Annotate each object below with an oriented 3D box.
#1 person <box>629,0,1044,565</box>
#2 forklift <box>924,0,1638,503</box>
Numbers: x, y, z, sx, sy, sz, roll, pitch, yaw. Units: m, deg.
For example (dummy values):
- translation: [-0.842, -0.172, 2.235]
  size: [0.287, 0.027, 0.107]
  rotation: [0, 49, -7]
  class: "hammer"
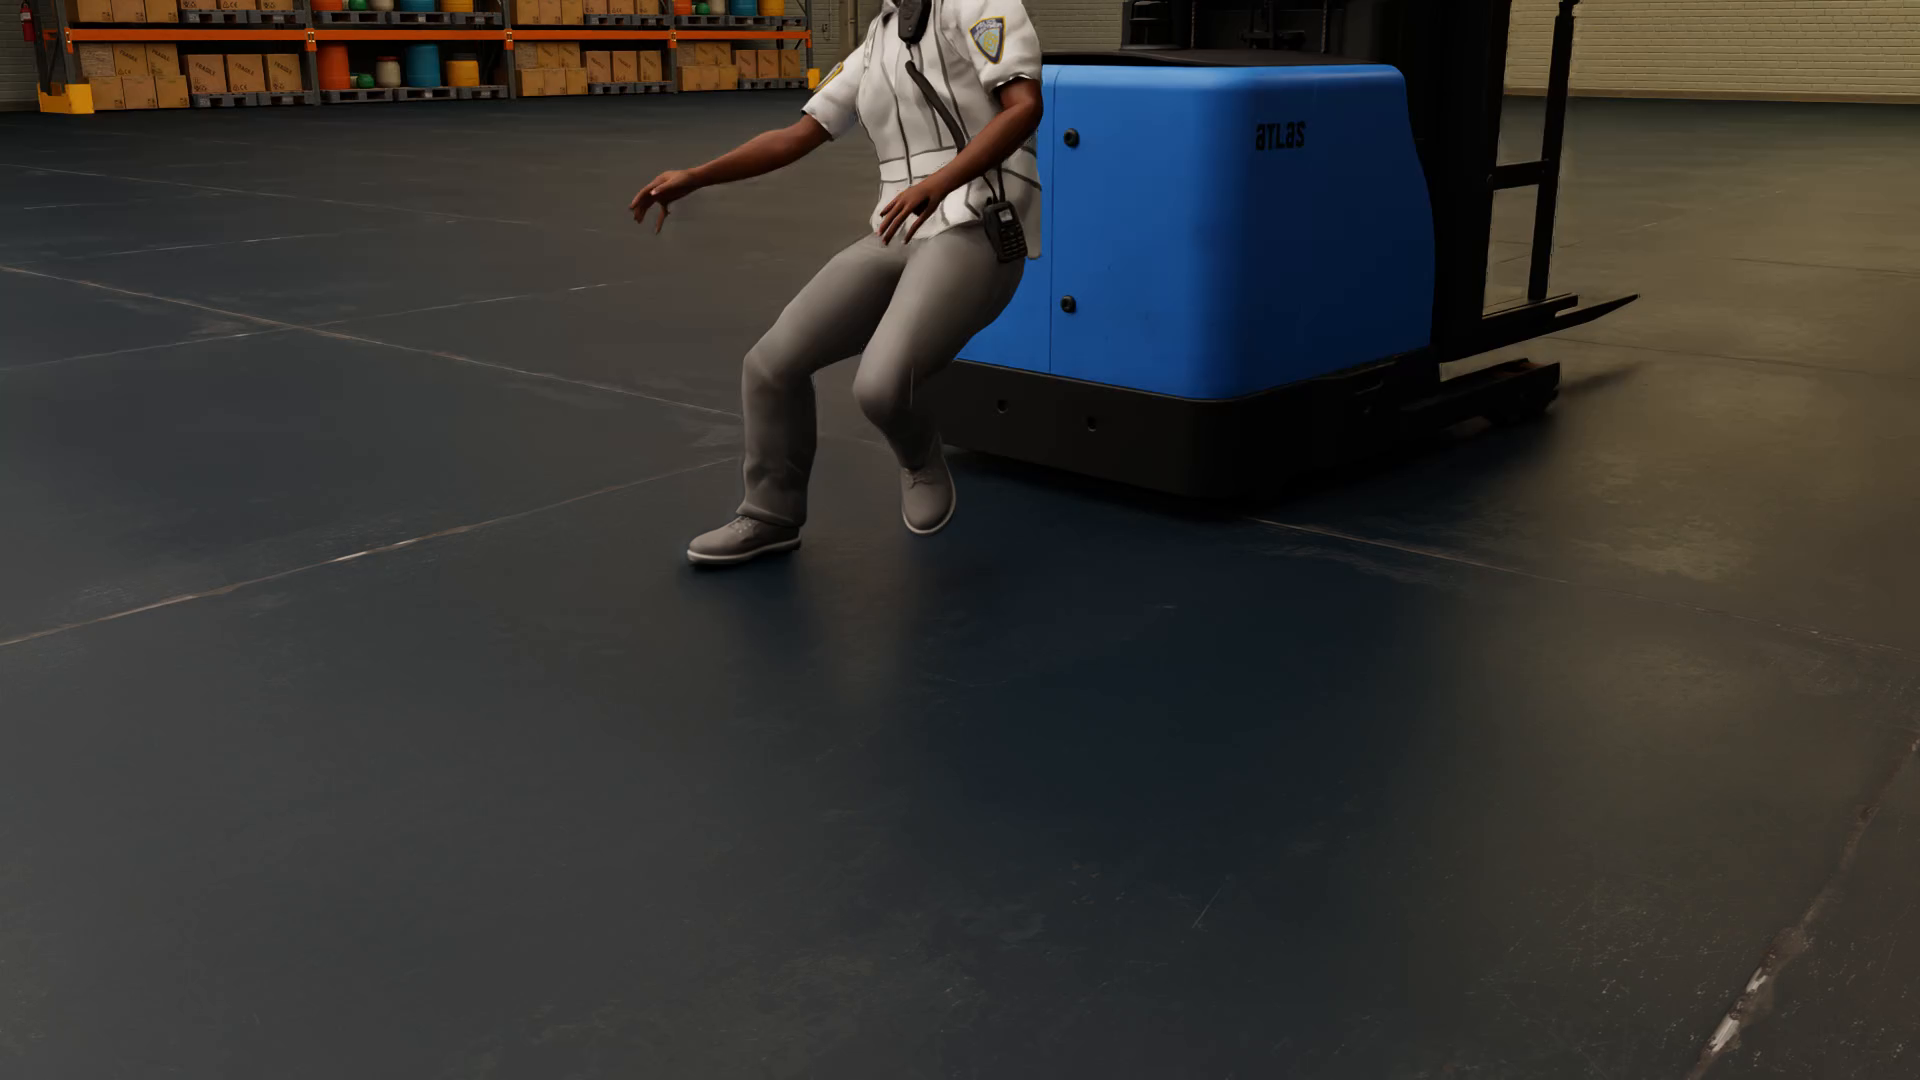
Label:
- translation: [-0.231, -0.619, 3.412]
  size: [0.723, 1.483, 0.756]
  rotation: [-13, 21, -36]
  class: "person"
- translation: [1.251, -1.848, 4.983]
  size: [1.130, 2.935, 3.031]
  rotation: [15, 22, 41]
  class: "forklift"
